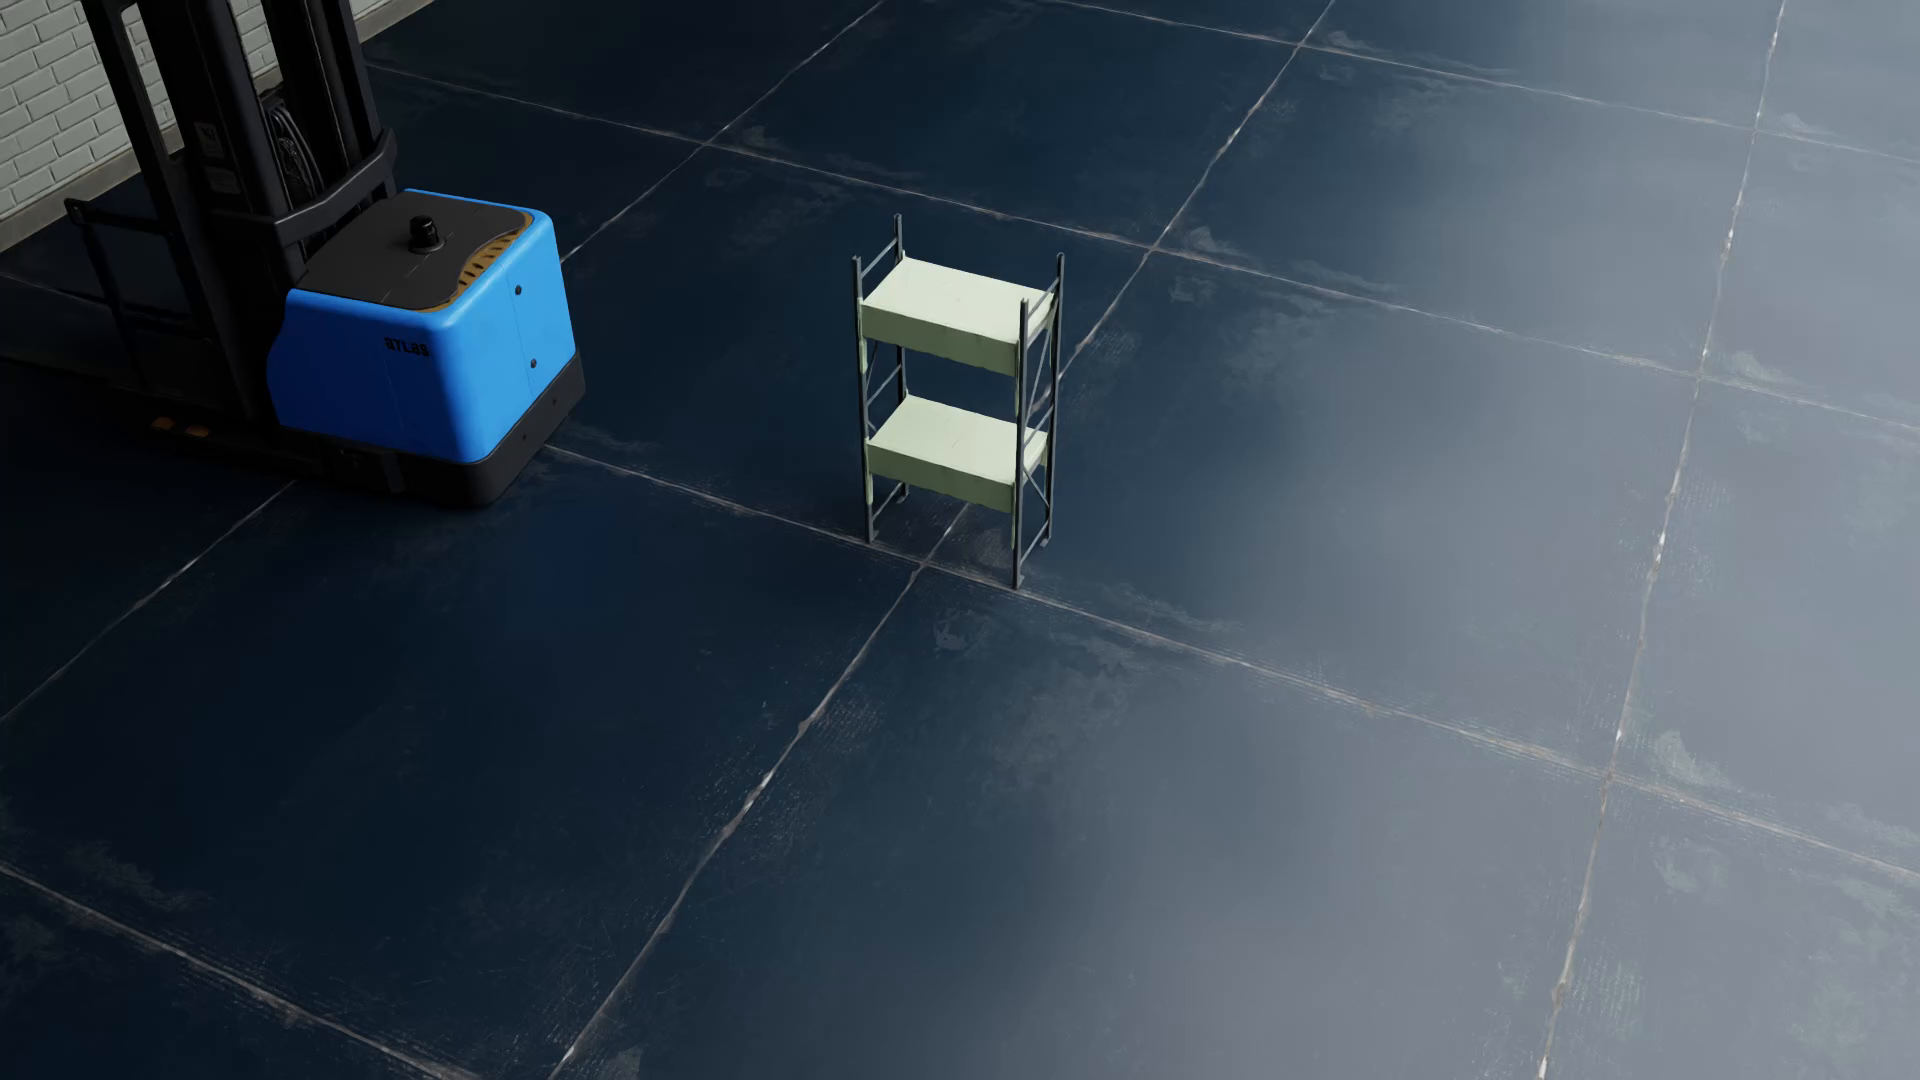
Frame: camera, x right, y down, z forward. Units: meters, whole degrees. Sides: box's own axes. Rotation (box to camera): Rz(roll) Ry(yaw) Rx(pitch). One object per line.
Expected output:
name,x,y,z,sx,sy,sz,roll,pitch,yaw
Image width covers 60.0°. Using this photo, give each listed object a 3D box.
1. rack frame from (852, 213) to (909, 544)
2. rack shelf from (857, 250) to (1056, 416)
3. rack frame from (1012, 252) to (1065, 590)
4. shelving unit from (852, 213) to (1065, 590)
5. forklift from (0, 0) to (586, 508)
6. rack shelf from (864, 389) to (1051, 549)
rack frame,-0.338,-0.670,7.262,0.023,1.500,0.400,17,44,19
rack shelf,-0.006,-0.863,6.889,0.720,0.370,0.431,17,44,19
rack frame,0.326,-0.467,7.028,0.023,1.500,0.400,17,44,19
shelving unit,-0.006,-0.569,7.145,0.755,1.500,0.431,17,44,19
forklift,-3.464,-1.820,7.496,3.031,2.935,1.130,12,42,13
rack shelf,-0.006,-0.322,7.358,0.720,0.370,0.431,17,44,19
